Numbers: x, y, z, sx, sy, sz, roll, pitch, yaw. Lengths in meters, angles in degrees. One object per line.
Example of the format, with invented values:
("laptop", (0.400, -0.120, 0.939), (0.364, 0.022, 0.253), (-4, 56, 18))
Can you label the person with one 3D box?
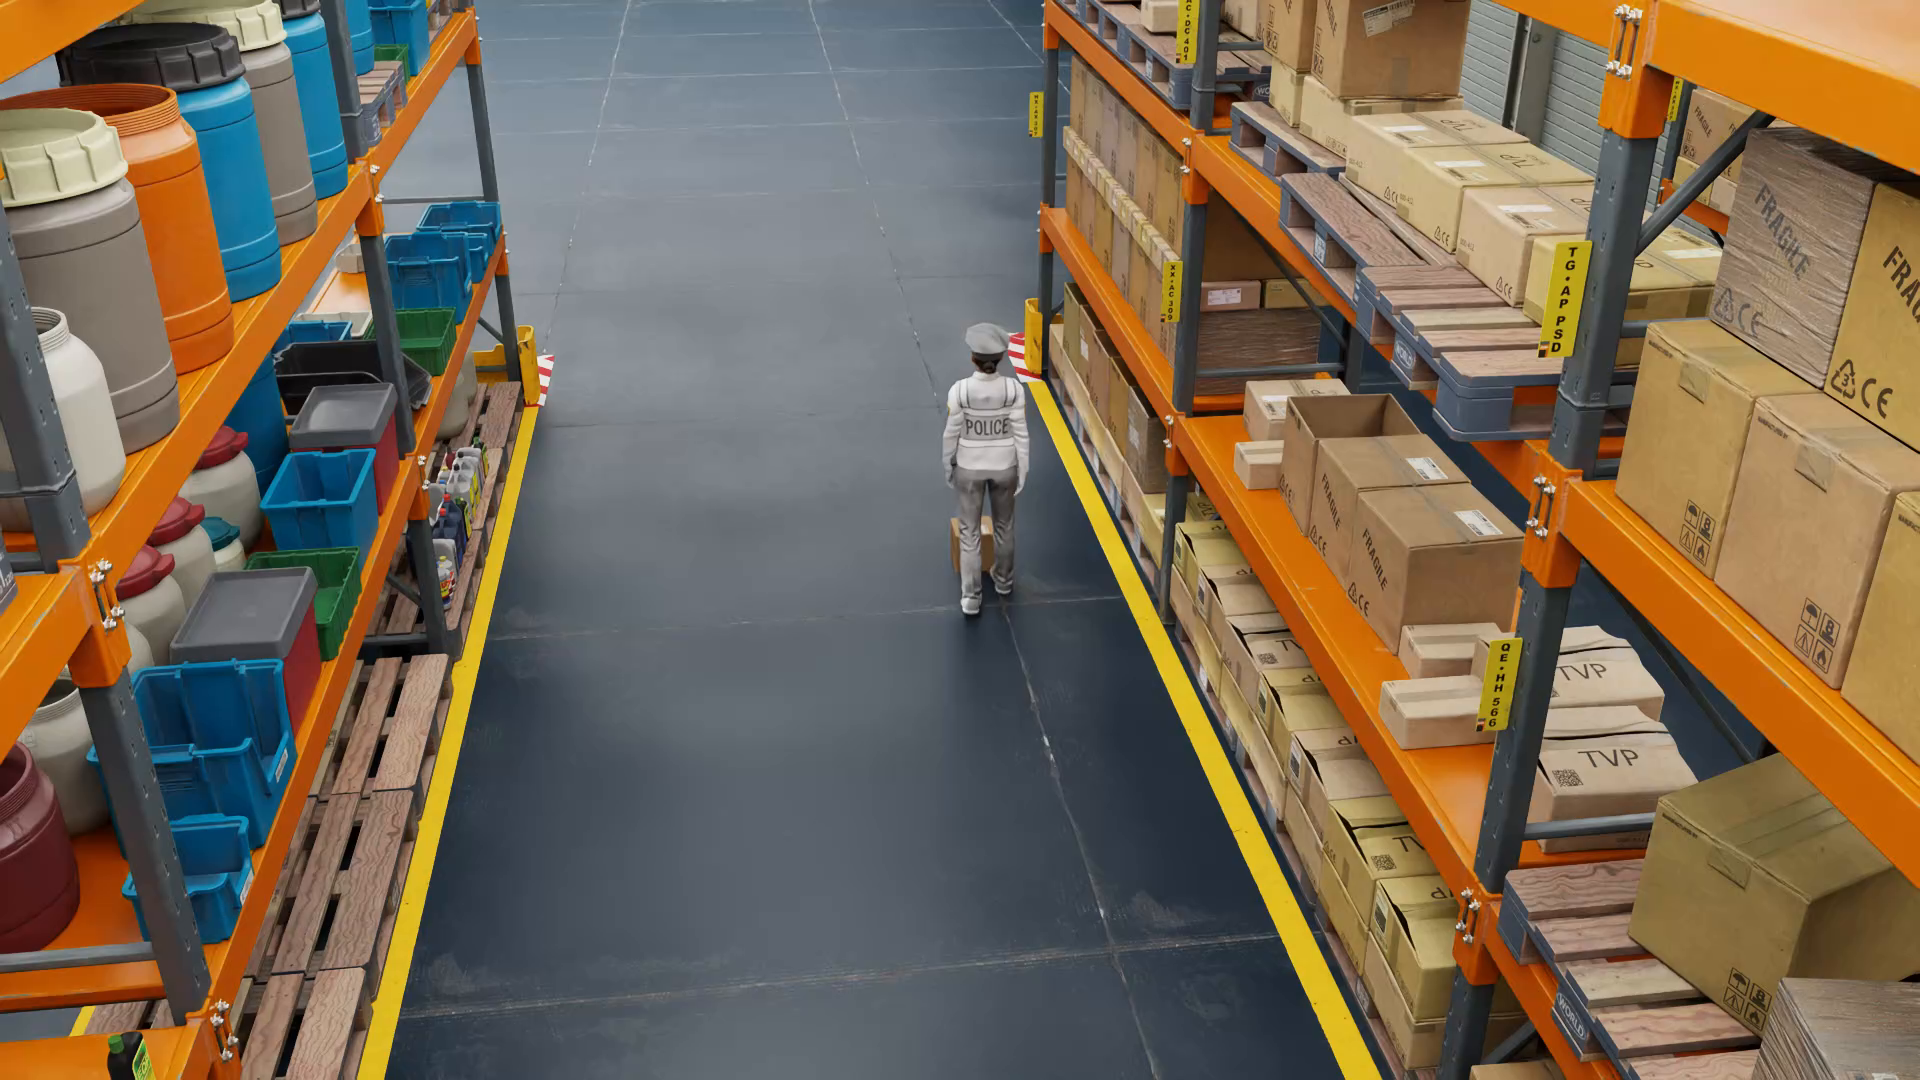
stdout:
("person", (0.137, -0.418, 9.402), (0.481, 1.690, 0.538), (-3, 28, -7))
